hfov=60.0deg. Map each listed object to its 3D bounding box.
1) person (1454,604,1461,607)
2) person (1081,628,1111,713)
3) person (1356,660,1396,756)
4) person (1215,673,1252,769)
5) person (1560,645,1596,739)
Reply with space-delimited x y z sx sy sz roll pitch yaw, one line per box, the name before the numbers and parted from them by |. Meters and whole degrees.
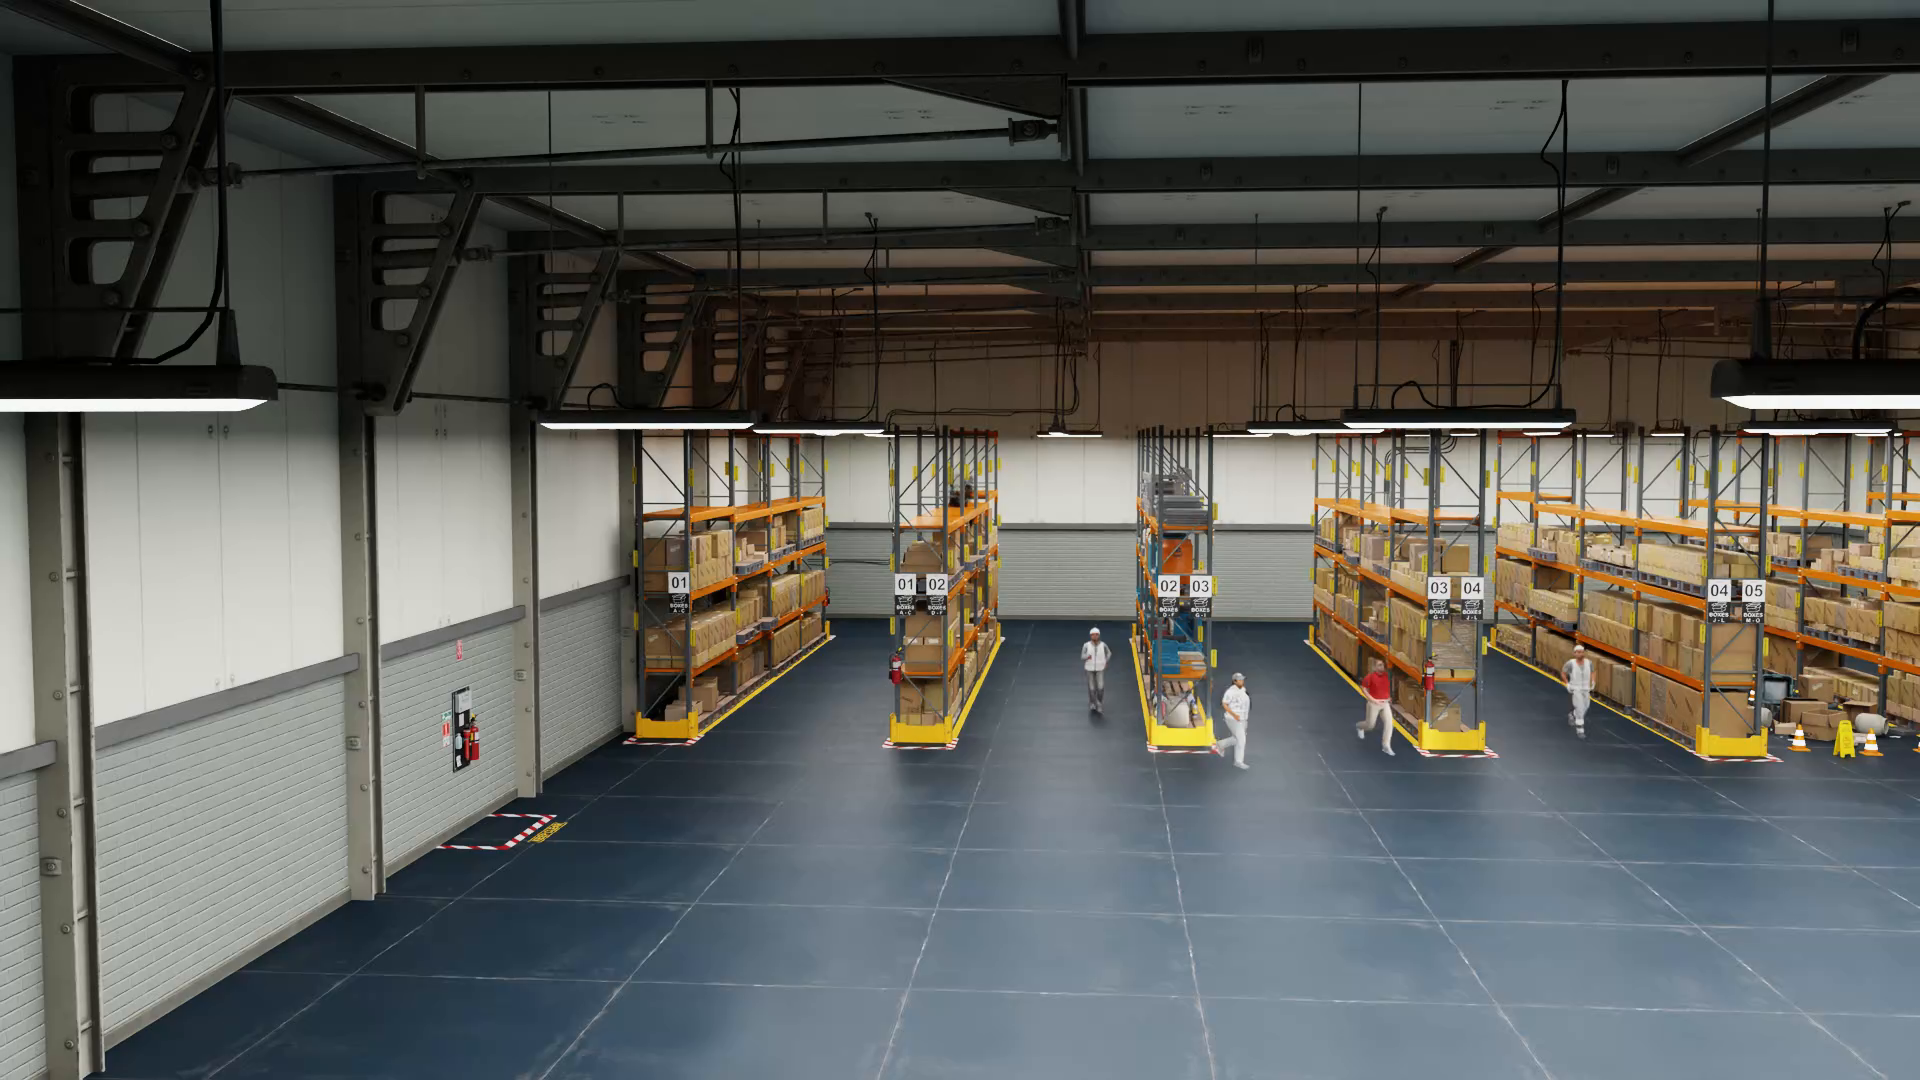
person | 13.483 2.170 45.190 0.584 1.751 0.769 1 3 11
person | 2.851 2.750 34.921 0.639 1.800 0.680 0 3 5
person | 7.669 3.061 30.608 0.622 1.725 1.042 -1 4 -17
person | 4.804 3.148 29.219 0.720 1.665 0.622 3 5 43
person | 11.947 2.903 32.137 0.657 1.781 0.821 0 3 -2
